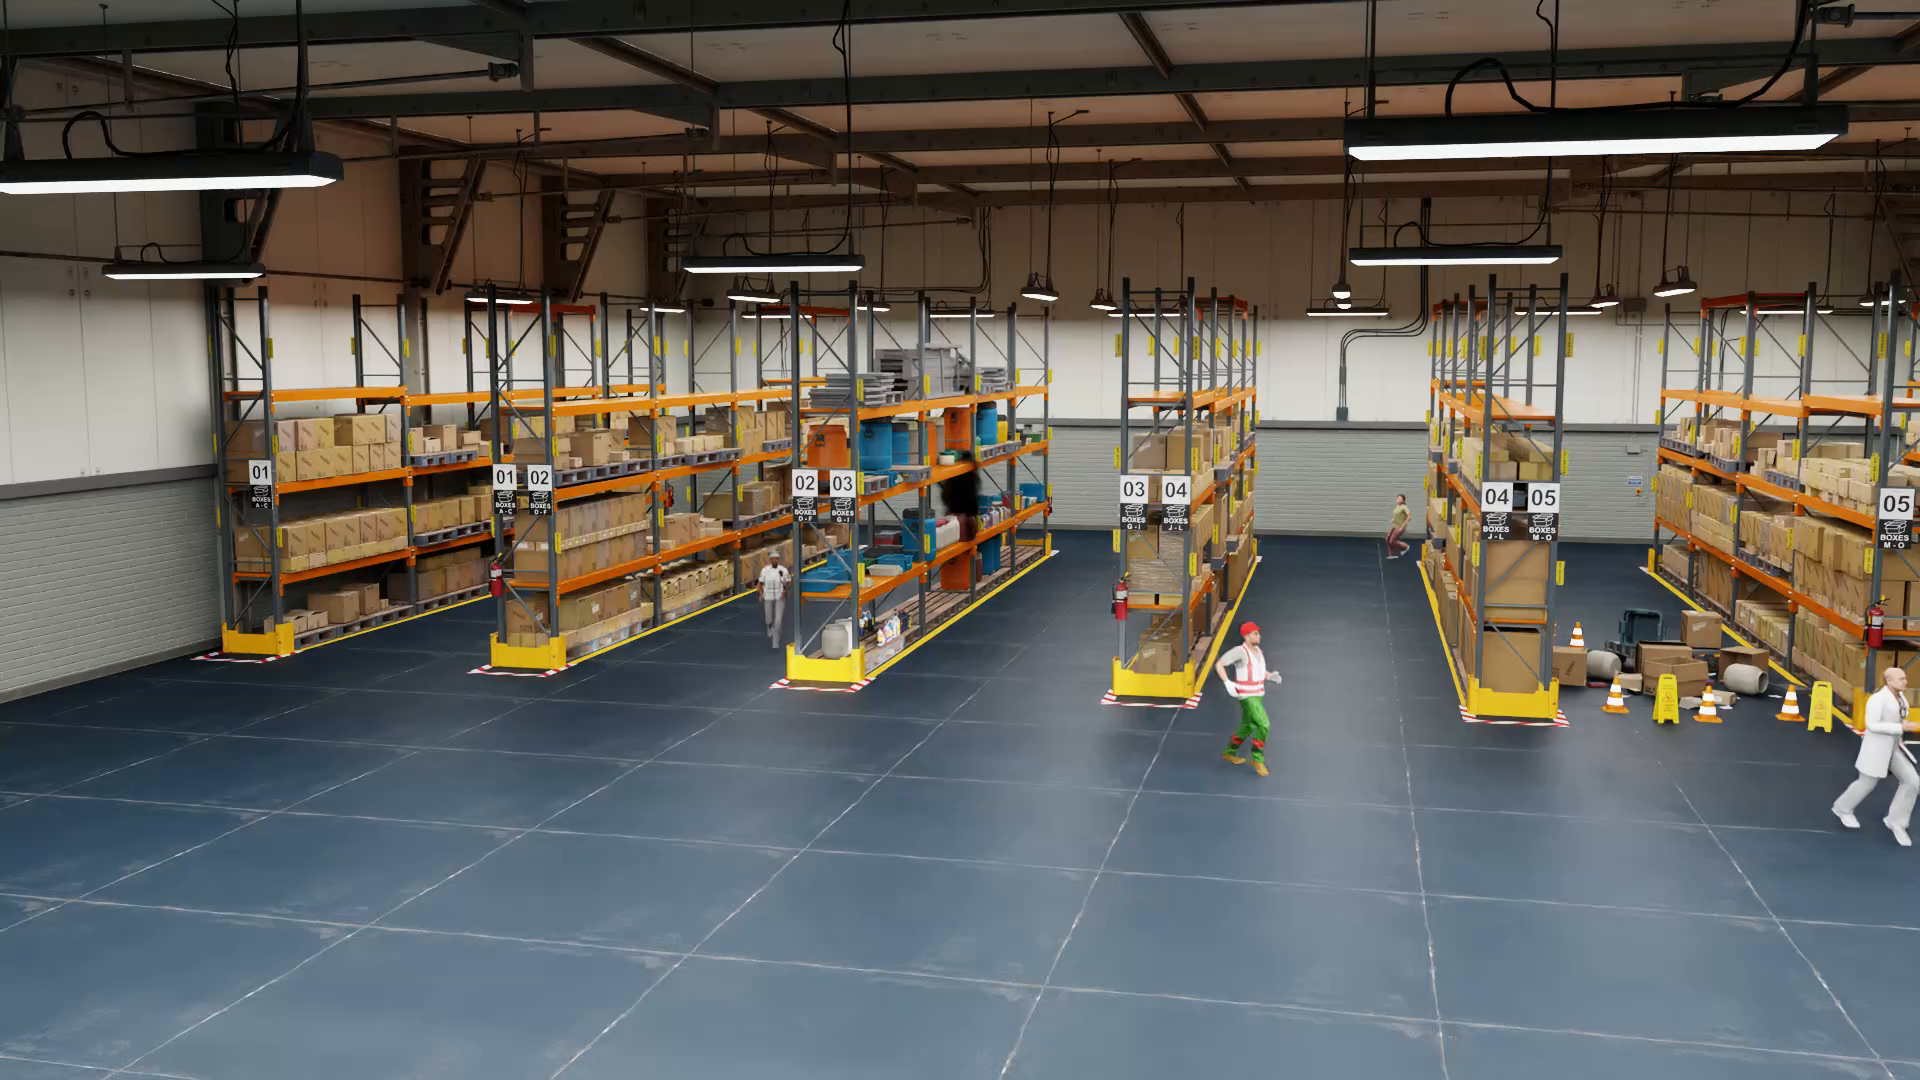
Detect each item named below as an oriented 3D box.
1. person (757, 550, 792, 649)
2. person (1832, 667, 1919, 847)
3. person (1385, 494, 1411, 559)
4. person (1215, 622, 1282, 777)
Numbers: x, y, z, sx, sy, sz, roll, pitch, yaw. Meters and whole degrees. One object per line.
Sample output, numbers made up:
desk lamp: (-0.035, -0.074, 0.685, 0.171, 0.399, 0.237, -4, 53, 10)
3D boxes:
person: (-3.114, 0.983, 27.966, 0.581, 1.661, 0.559, -1, 7, -5)
person: (9.420, 2.181, 17.045, 0.746, 1.827, 0.926, -4, 7, -28)
person: (10.504, -0.303, 39.545, 0.564, 1.600, 0.679, -2, 7, -14)
person: (3.425, 1.874, 19.713, 0.762, 1.807, 0.669, 5, 8, 39)
